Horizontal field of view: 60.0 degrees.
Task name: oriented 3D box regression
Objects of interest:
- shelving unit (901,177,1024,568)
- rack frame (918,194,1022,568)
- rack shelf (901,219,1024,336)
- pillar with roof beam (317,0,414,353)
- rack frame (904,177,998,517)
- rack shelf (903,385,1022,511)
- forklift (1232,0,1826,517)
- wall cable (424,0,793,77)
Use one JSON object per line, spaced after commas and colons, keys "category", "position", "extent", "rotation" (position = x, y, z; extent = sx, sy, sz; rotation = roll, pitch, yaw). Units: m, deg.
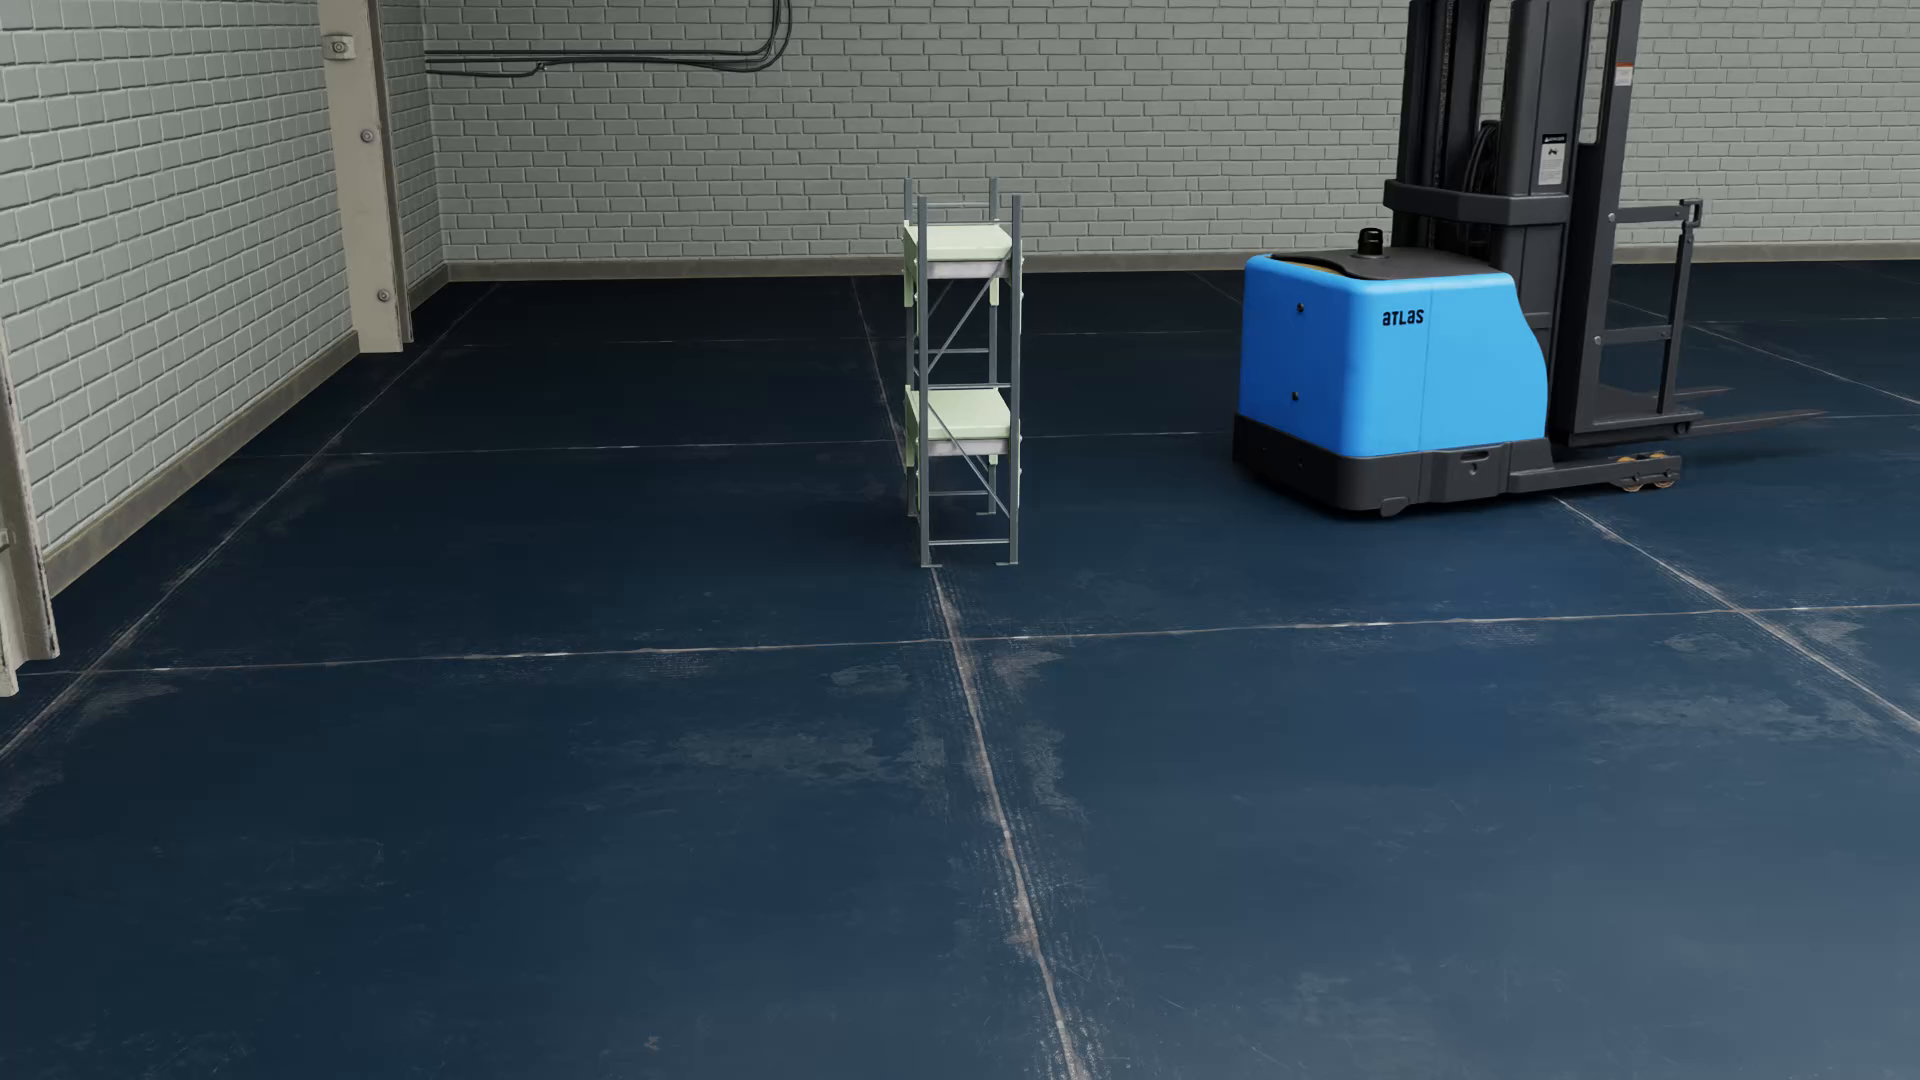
{"category": "shelving unit", "position": [-0.001, -0.718, 6.959], "extent": [0.431, 1.500, 0.755], "rotation": [-2, 18, -6]}
{"category": "rack frame", "position": [0.037, -0.609, 6.611], "extent": [0.400, 1.500, 0.023], "rotation": [-2, 18, -6]}
{"category": "rack shelf", "position": [-0.001, -1.090, 6.842], "extent": [0.431, 0.370, 0.720], "rotation": [-2, 18, -6]}
{"category": "pillar with roof beam", "position": [0.340, -5.750, 10.467], "extent": [9.100, 9.000, 0.400], "rotation": [-2, 18, -6]}
{"category": "rack frame", "position": [-0.038, -0.827, 7.306], "extent": [0.400, 1.500, 0.023], "rotation": [-2, 18, -6]}
{"category": "rack shelf", "position": [-0.001, -0.407, 7.056], "extent": [0.431, 0.370, 0.720], "rotation": [-2, 18, -6]}
{"category": "forklift", "position": [2.910, -1.764, 7.901], "extent": [3.031, 2.935, 1.130], "rotation": [-7, 19, -21]}
{"category": "wall cable", "position": [-2.931, -5.054, 13.435], "extent": [3.097, 2.526, 0.112], "rotation": [-2, 18, -6]}
